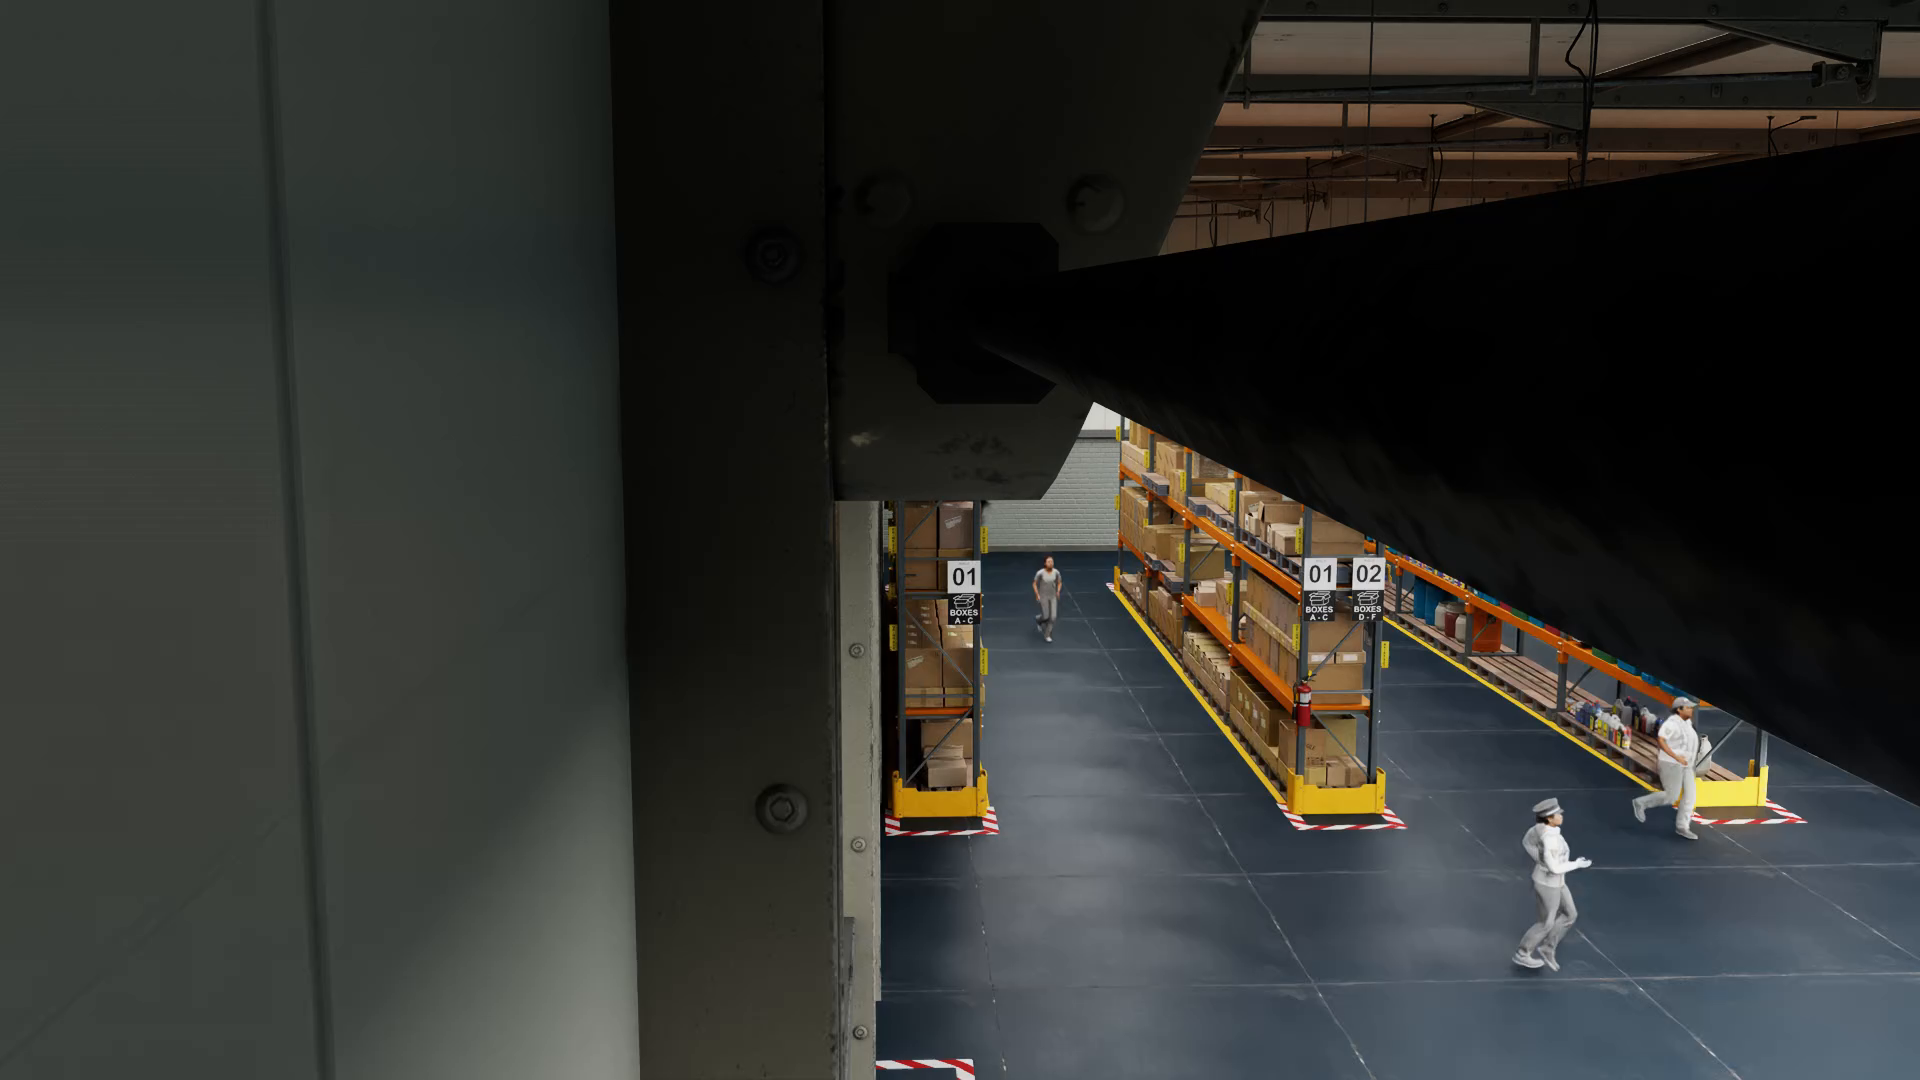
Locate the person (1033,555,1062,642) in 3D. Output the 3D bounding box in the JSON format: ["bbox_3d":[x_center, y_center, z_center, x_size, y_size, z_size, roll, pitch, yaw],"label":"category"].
[{"bbox_3d":[1.628,1.077,31.055,0.549,1.617,0.603,-2,8,-14],"label":"person"}]

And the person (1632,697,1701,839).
[{"bbox_3d":[8.585,2.684,19.908,0.670,1.617,0.808,-7,10,-38],"label":"person"}]

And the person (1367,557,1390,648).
[{"bbox_3d":[7.638,1.106,30.696,0.560,1.712,0.722,0,8,-3],"label":"person"}]

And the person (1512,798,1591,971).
[{"bbox_3d":[5.586,3.262,15.678,0.651,1.723,0.592,3,9,17],"label":"person"}]
